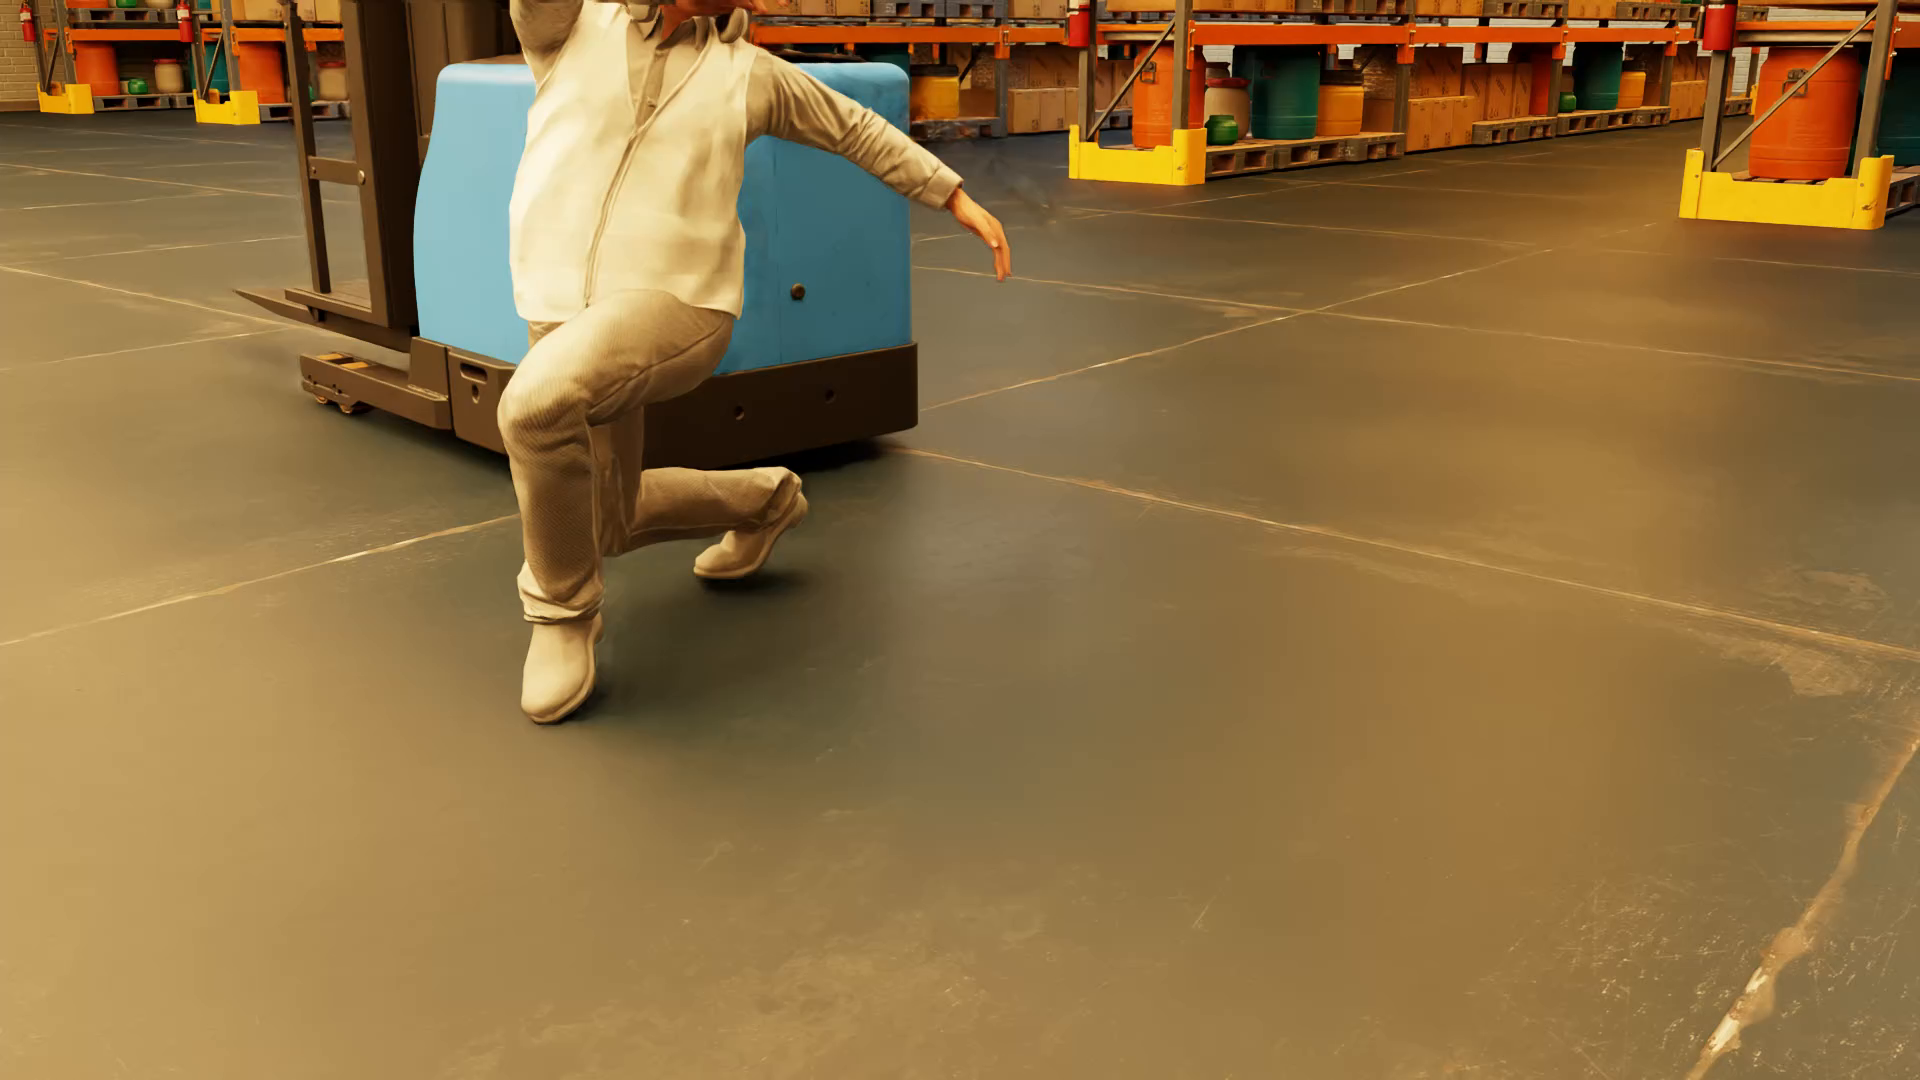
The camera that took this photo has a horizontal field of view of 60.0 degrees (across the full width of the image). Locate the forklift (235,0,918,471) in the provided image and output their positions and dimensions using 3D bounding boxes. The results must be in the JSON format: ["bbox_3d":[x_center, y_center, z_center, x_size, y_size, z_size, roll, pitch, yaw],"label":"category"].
[{"bbox_3d":[-1.488,-1.887,5.112,1.130,2.935,3.031,-15,22,-40],"label":"forklift"}]

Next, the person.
[{"bbox_3d":[-0.417,-0.508,3.070,0.888,1.482,0.976,4,17,14],"label":"person"}]
